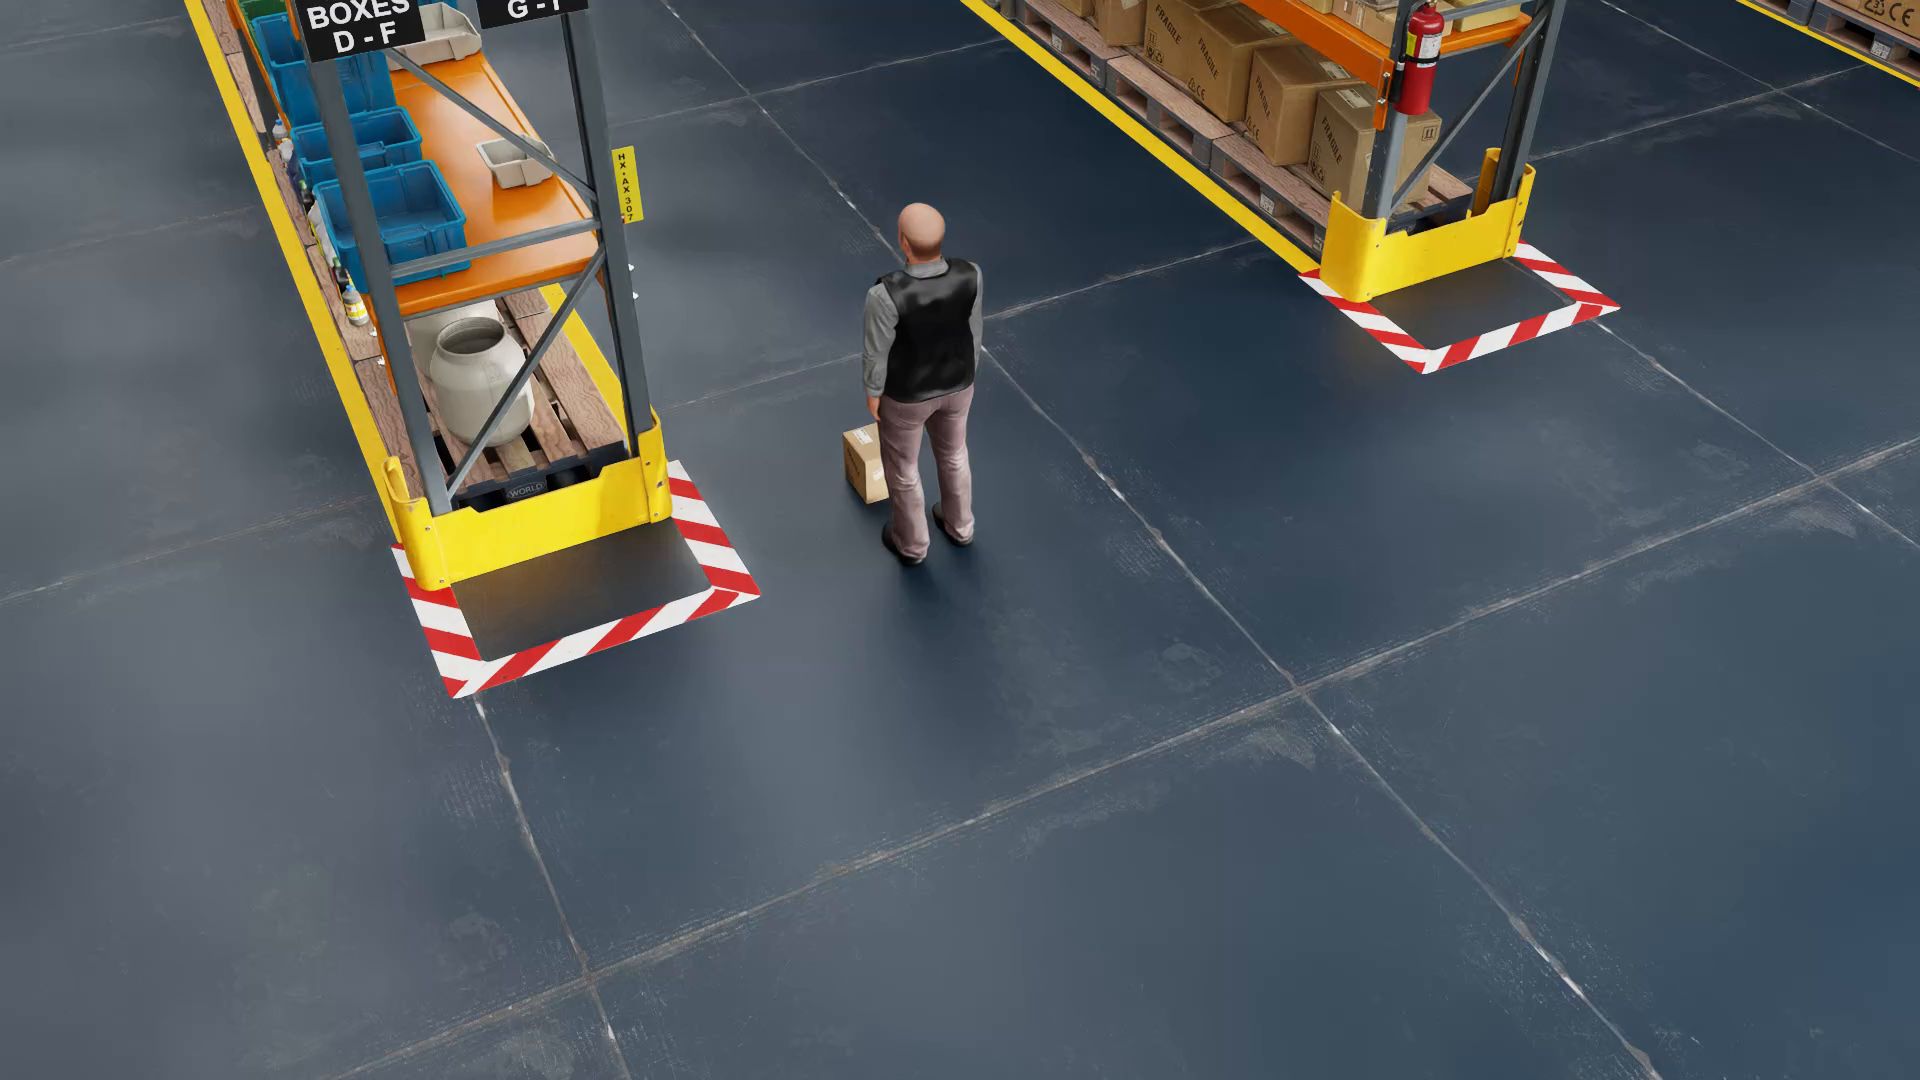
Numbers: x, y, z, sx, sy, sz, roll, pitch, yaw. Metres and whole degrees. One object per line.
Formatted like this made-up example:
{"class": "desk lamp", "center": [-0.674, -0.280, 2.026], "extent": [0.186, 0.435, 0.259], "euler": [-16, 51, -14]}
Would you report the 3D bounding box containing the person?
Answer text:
{"class": "person", "center": [-0.164, -0.641, 6.920], "extent": [0.530, 1.716, 0.359], "euler": [-18, 44, -19]}
